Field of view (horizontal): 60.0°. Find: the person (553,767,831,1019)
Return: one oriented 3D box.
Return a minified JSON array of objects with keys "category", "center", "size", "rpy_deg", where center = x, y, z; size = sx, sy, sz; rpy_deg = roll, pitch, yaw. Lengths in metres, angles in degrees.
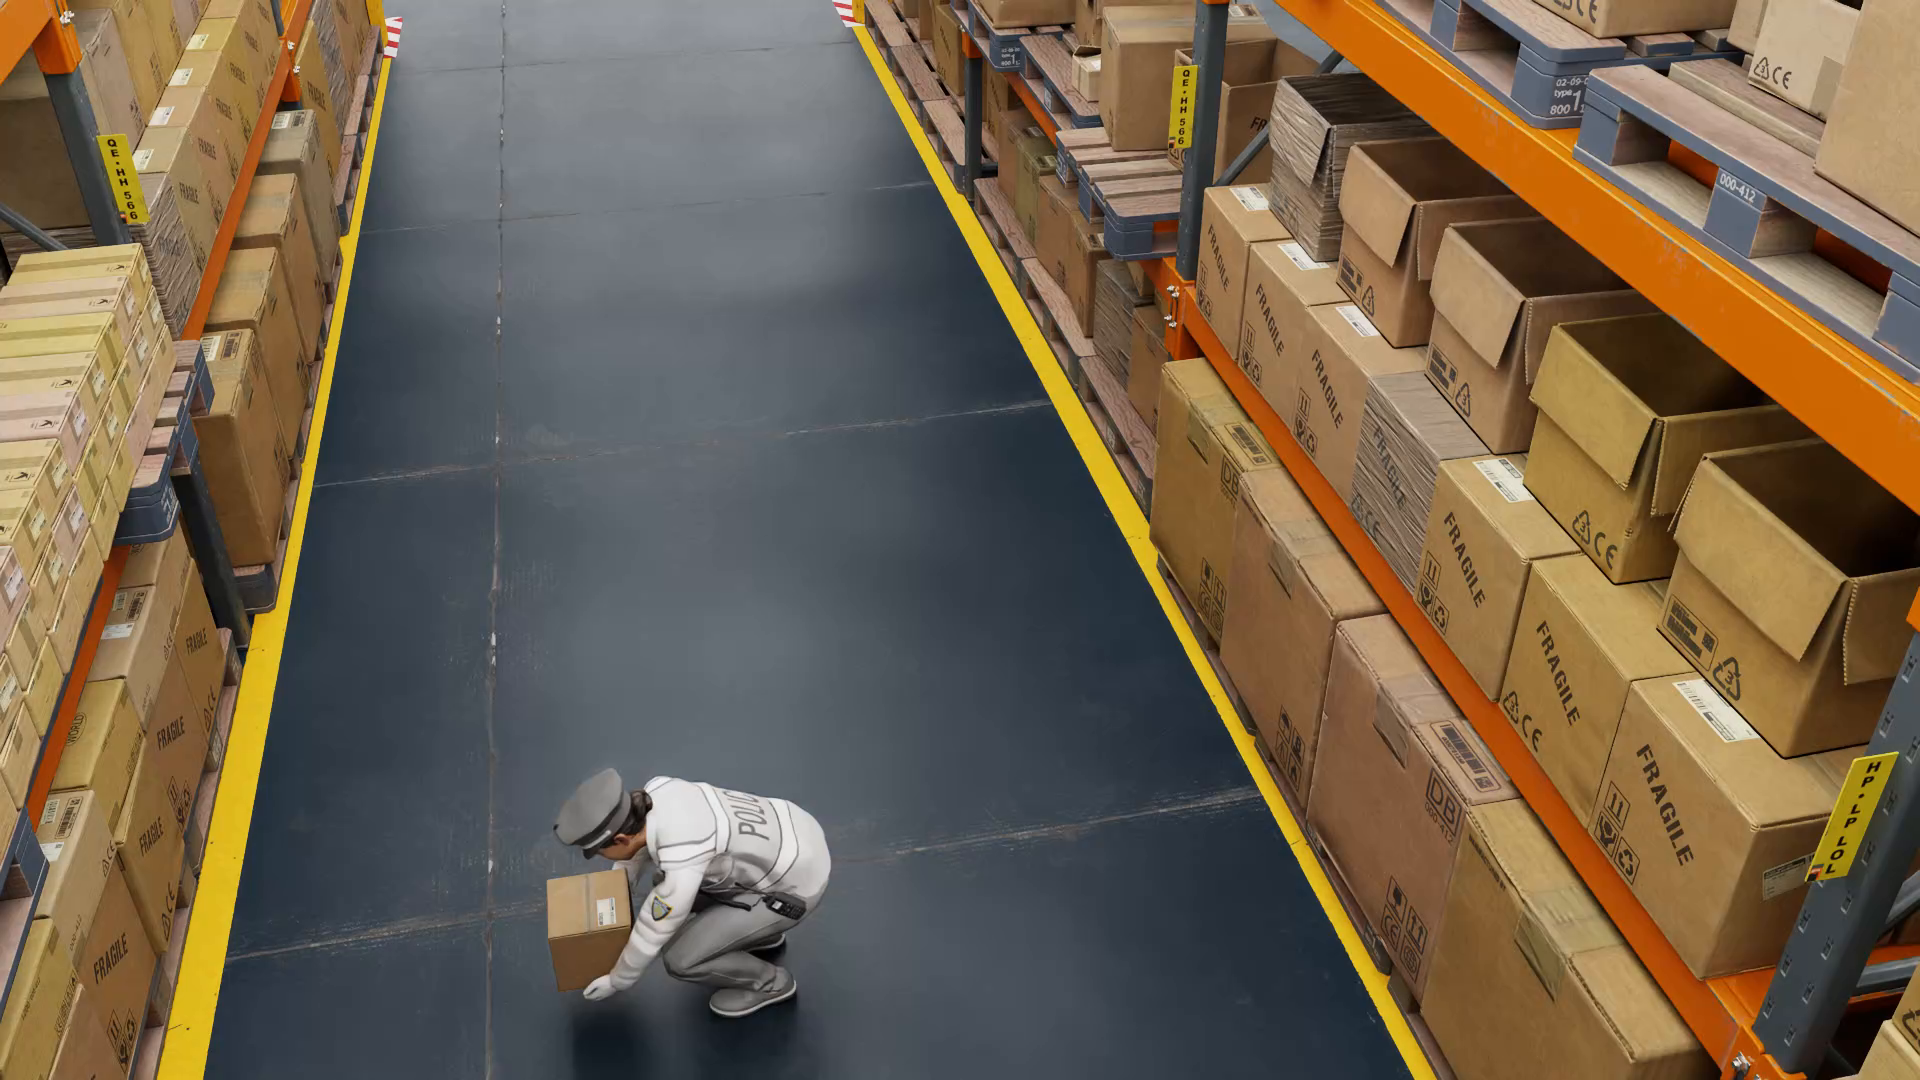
[{"category":"person","center":[-0.813,1.068,5.207],"size":[0.819,0.975,0.493],"rpy_deg":[-7,35,-10]}]
